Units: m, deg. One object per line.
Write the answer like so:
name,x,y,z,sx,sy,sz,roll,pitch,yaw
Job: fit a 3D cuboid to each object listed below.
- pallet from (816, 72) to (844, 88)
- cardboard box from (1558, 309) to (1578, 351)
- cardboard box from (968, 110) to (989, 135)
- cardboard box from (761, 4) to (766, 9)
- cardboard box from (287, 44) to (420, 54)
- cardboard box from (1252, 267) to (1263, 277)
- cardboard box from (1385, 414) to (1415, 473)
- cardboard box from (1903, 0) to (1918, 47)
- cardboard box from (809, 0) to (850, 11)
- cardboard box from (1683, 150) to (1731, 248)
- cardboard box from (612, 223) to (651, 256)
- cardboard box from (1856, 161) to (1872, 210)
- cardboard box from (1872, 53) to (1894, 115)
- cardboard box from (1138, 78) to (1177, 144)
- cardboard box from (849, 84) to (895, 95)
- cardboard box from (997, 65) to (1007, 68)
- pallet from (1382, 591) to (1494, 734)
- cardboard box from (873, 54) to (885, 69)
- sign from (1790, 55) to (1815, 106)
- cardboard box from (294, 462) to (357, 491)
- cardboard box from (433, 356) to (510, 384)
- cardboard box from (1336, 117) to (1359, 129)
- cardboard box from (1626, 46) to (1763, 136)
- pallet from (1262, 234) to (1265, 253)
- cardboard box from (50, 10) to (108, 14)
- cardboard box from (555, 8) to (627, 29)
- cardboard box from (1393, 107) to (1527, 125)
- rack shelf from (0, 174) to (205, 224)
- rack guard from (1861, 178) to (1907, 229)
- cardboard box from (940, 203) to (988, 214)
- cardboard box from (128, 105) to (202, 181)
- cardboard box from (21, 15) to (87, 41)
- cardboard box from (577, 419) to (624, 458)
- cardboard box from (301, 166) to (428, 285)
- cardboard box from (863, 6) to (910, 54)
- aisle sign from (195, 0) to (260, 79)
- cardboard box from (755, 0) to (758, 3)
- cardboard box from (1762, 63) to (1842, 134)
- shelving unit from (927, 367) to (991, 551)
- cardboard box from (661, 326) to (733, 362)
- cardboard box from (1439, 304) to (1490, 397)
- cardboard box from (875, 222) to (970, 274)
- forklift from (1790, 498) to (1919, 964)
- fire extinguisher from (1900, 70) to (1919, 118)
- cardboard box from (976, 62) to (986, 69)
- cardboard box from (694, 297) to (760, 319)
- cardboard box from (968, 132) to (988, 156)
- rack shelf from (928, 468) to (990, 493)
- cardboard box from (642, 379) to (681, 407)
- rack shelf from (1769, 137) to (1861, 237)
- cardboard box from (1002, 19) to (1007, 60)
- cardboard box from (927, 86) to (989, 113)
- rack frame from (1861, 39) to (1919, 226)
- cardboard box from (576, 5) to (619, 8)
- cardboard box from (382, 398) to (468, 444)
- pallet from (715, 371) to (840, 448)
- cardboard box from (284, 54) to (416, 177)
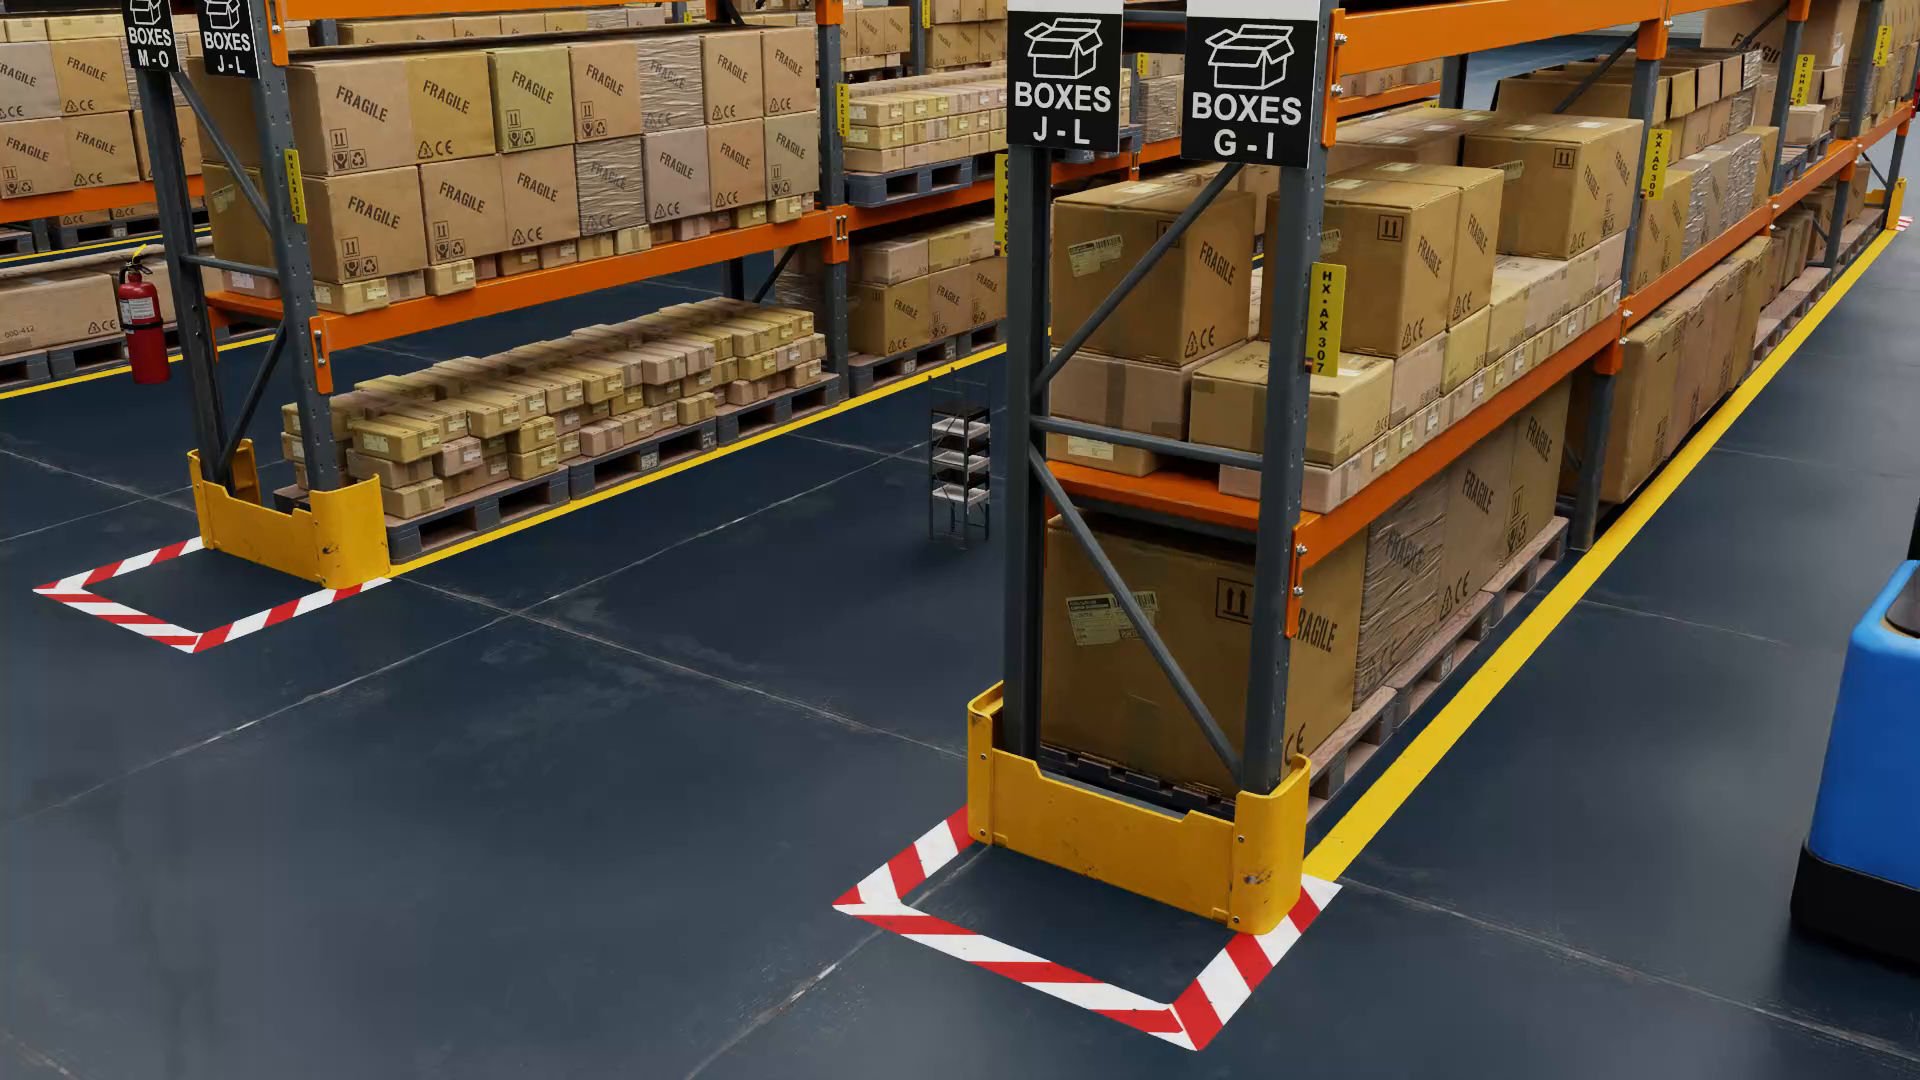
pallet,-2.025,-5.013,18.270,1.003,0.211,1.213,13,24,32
cardboard box,2.509,-0.956,7.388,0.380,0.149,0.250,14,24,33
cardboard box,-0.016,-2.986,11.842,0.380,0.149,0.250,14,25,34
cardboard box,-2.993,-7.845,24.569,0.380,0.149,0.250,14,24,33
cardboard box,-3.114,-2.276,8.579,0.500,0.500,0.500,12,24,30
cardboard box,1.509,-1.001,6.934,0.500,0.250,0.500,13,24,32
cardboard box,1.354,-0.366,5.793,0.380,0.149,0.250,13,24,31
cardboard box,8.925,-5.051,16.083,0.500,0.500,0.500,13,24,32
cardboard box,-1.439,-5.902,18.284,0.380,0.149,0.250,12,24,30
cardboard box,4.159,-2.014,9.741,0.500,0.500,0.500,14,24,33
cardboard box,-1.988,-1.735,9.493,0.380,0.149,0.250,14,24,33
cardboard box,9.224,-3.738,17.545,0.500,0.500,0.500,19,28,42
cardboard box,7.955,-4.182,15.174,0.875,0.500,0.500,13,24,32
cardboard box,1.522,-3.714,14.337,0.500,0.500,0.500,14,24,32
cardboard box,-0.693,-3.181,11.939,0.380,0.149,0.250,13,24,32
cardboard box,0.478,-3.776,13.549,0.380,0.149,0.250,13,24,30
pallet,1.666,0.416,7.337,1.003,0.211,1.213,13,24,32
cardboard box,-1.079,-5.480,19.013,0.380,0.149,0.250,12,24,30
sign,5.553,-3.030,10.964,0.100,0.325,0.005,13,24,32
cardboard box,-3.327,-0.347,8.883,0.380,0.149,0.250,14,24,33
cardboard box,-2.830,-0.945,9.643,0.380,0.149,0.250,14,25,34
cardboard box,3.707,-4.105,17.997,0.875,0.875,0.875,14,24,33
cardboard box,4.668,-2.905,10.705,0.797,0.503,0.637,14,25,34
pallet,2.924,-3.194,17.096,1.003,0.211,1.213,13,24,32
cardboard box,-6.421,-3.783,12.148,0.380,0.149,0.250,13,24,32
cardboard box,-3.460,-4.695,15.547,0.500,0.500,0.500,14,24,33
cardboard box,2.363,-1.780,7.959,0.500,0.500,0.500,13,24,32
rack shelf,-6.477,-2.468,12.150,1.077,0.370,4.000,13,24,32
rack guard,9.547,-3.695,18.035,1.175,0.500,0.348,13,24,32
cardboard box,-0.115,-2.531,13.201,0.500,0.250,0.500,13,24,32
cardboard box,-5.957,-2.947,12.265,0.500,0.500,0.500,13,24,31
cardboard box,-6.266,-3.536,11.481,0.380,0.149,0.250,13,24,31
cardboard box,-2.167,-0.605,9.580,0.380,0.149,0.250,12,23,29
cardboard box,-2.969,-1.556,8.076,0.500,0.500,0.500,15,25,34
cardboard box,-0.925,-5.881,19.161,0.500,0.500,0.500,13,24,31
aisle sign,-3.243,-2.435,7.277,0.394,0.787,0.004,13,24,32
cardboard box,-3.180,-7.922,24.350,0.380,0.149,0.250,13,24,32
cardboard box,6.443,-3.472,13.073,0.797,0.503,0.637,16,26,37
shelving unit,-0.005,-0.420,8.603,0.258,0.900,0.210,13,24,32
cardboard box,-1.642,-1.216,10.374,0.380,0.149,0.250,14,25,34
cardboard box,1.660,-0.747,6.248,0.500,0.250,0.500,12,24,30
cardboard box,-0.271,-2.133,12.124,0.500,0.250,0.500,14,25,33
forklift,3.967,-0.398,5.617,1.130,2.935,3.031,15,25,36
fire extinguisher,10.035,-4.796,17.519,0.296,0.674,0.183,13,24,32
cardboard box,0.102,-5.896,20.743,0.380,0.149,0.250,13,24,32
cardboard box,-1.567,-1.523,11.206,0.380,0.149,0.250,14,25,34
cardboard box,-0.020,-2.842,11.881,0.380,0.149,0.250,12,23,29
rack shelf,-0.005,-0.304,8.645,0.258,0.077,0.200,13,24,32
cardboard box,-1.910,-0.927,10.022,0.380,0.149,0.250,12,23,29
rack shelf,6.216,-2.831,13.131,1.077,0.370,4.000,13,24,32
cardboard box,0.446,-6.372,21.094,0.500,0.500,0.500,14,24,32
cardboard box,-0.016,-3.123,11.784,0.380,0.149,0.250,13,24,31
rack frame,9.589,-4.890,17.660,1.000,3.000,0.127,13,24,32
cardboard box,-3.583,-4.949,16.235,0.500,0.500,0.500,12,24,30
cardboard box,-2.819,-0.621,8.766,0.380,0.149,0.250,14,24,33
pallet,-1.550,-0.935,10.989,1.003,0.211,1.213,13,24,32
cardboard box,-2.978,-2.028,7.908,0.500,0.500,0.500,13,24,31
